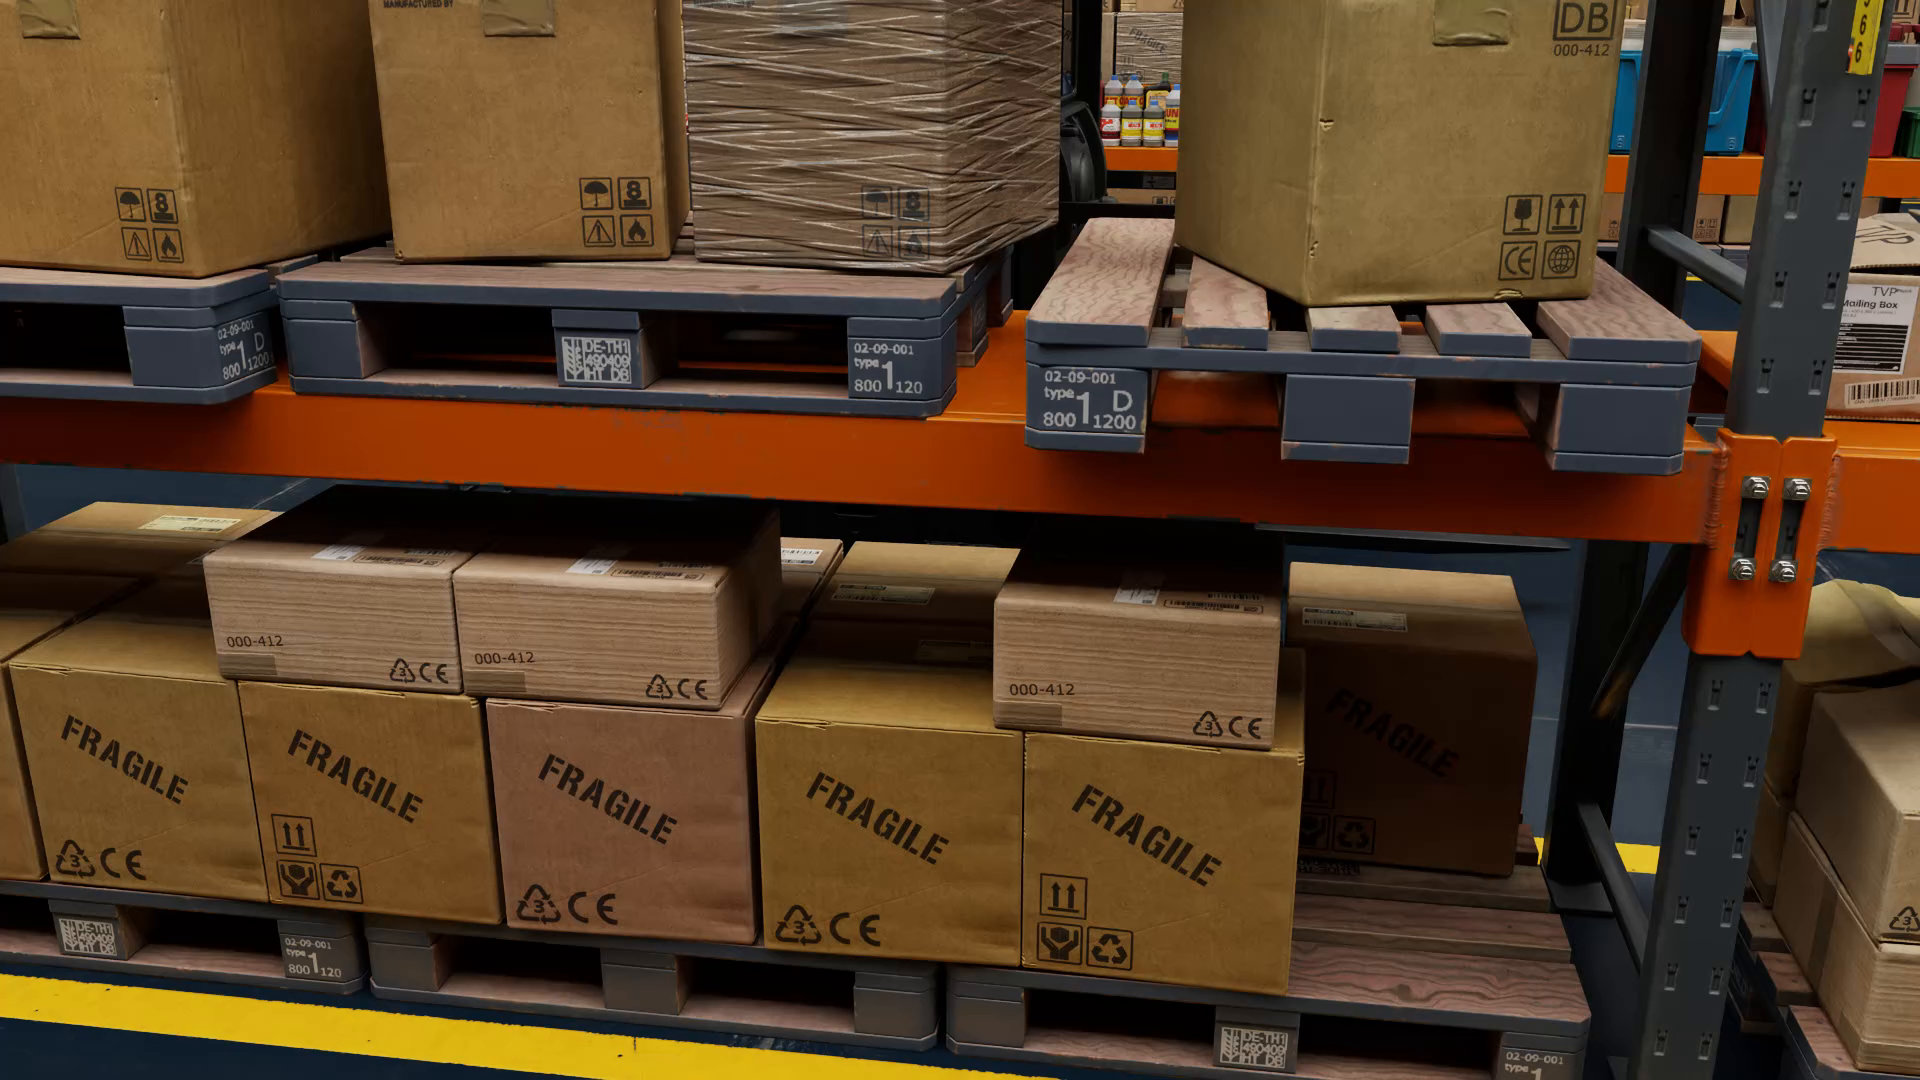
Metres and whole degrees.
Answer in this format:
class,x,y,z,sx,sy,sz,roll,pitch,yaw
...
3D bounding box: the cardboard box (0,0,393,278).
class,x,y,z,sx,sy,sz,roll,pitch,yaw
cardboard box,-1.458,-0.824,3.220,0.500,0.500,0.700,6,19,17

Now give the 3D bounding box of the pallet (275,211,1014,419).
class,x,y,z,sx,sy,sz,roll,pitch,yaw
pallet,-0.551,-0.491,3.345,1.213,0.211,1.003,3,19,9

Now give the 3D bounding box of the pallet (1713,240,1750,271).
class,x,y,z,sx,sy,sz,roll,pitch,yaw
pallet,6.125,-2.104,12.257,1.213,0.211,1.003,3,19,9

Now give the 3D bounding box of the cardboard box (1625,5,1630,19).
class,x,y,z,sx,sy,sz,roll,pitch,yaw
cardboard box,6.225,-4.977,16.292,0.500,0.500,0.500,3,19,9

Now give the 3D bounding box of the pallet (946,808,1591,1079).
class,x,y,z,sx,sy,sz,roll,pitch,yaw
pallet,0.639,0.788,3.616,1.213,0.211,1.003,3,19,9

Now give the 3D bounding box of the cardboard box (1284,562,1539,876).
class,x,y,z,sx,sy,sz,roll,pitch,yaw
cardboard box,0.966,0.379,3.689,0.500,0.500,0.500,4,19,11

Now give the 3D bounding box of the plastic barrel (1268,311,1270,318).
class,x,y,z,sx,sy,sz,roll,pitch,yaw
plastic barrel,1.674,-1.226,7.999,0.708,0.830,0.600,3,19,9

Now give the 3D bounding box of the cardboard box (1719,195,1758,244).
class,x,y,z,sx,sy,sz,roll,pitch,yaw
cardboard box,5.823,-2.478,12.228,0.500,0.500,0.700,3,19,8

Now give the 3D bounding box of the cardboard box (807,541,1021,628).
class,x,y,z,sx,sy,sz,roll,pitch,yaw
cardboard box,-0.046,0.328,3.843,0.500,0.500,0.500,3,19,8

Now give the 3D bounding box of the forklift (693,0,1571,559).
class,x,y,z,sx,sy,sz,roll,pitch,yaw
forklift,0.612,-1.350,5.719,3.031,2.935,1.130,4,19,11

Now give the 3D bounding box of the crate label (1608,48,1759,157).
class,x,y,z,sx,sy,sz,roll,pitch,yaw
crate label,3.097,-1.919,7.255,0.616,0.435,0.502,3,19,9

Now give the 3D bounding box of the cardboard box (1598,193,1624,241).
class,x,y,z,sx,sy,sz,roll,pitch,yaw
cardboard box,4.720,-2.534,12.395,0.500,0.500,0.700,5,19,13

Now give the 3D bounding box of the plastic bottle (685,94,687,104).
class,x,y,z,sx,sy,sz,roll,pitch,yaw
plastic bottle,-1.351,-2.185,8.420,0.097,0.201,0.097,0,18,0

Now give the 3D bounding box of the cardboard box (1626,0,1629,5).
class,x,y,z,sx,sy,sz,roll,pitch,yaw
cardboard box,6.283,-5.532,16.375,0.500,0.500,0.700,3,19,9

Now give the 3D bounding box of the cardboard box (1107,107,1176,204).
class,x,y,z,sx,sy,sz,roll,pitch,yaw
cardboard box,1.388,-2.869,12.836,0.875,0.875,1.225,3,19,9

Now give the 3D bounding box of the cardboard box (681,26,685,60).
class,x,y,z,sx,sy,sz,roll,pitch,yaw
cardboard box,-1.993,-3.825,12.775,0.500,0.250,0.500,3,19,10

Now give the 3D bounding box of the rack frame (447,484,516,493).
class,x,y,z,sx,sy,sz,roll,pitch,yaw
rack frame,-1.915,-0.842,6.455,0.032,1.500,0.500,4,19,11

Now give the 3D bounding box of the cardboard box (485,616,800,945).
class,x,y,z,sx,sy,sz,roll,pitch,yaw
cardboard box,-0.621,0.467,3.425,0.500,0.500,0.500,2,19,7

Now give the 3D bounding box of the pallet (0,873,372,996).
class,x,y,z,sx,sy,sz,roll,pitch,yaw
pallet,-1.770,0.665,3.983,1.213,0.211,1.003,3,19,9

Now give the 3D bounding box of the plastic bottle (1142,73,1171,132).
class,x,y,z,sx,sy,sz,roll,pitch,yaw
plastic bottle,0.974,-2.161,8.217,0.133,0.283,0.061,3,19,9

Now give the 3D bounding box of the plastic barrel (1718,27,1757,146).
class,x,y,z,sx,sy,sz,roll,pitch,yaw
plastic barrel,3.625,-2.084,7.628,0.421,0.512,0.421,0,18,0

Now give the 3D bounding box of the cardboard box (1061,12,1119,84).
class,x,y,z,sx,sy,sz,roll,pitch,yaw
cardboard box,0.912,-3.661,12.360,0.500,0.500,0.500,3,19,10

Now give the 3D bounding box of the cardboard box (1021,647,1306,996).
class,x,y,z,sx,sy,sz,roll,pitch,yaw
cardboard box,0.409,0.518,3.274,0.500,0.500,0.500,4,19,11

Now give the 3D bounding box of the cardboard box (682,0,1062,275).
class,x,y,z,sx,sy,sz,roll,pitch,yaw
cardboard box,-0.142,-0.834,3.249,0.500,0.500,0.700,7,20,19

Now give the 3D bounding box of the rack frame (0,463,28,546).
class,x,y,z,sx,sy,sz,roll,pitch,yaw
rack frame,-2.579,-0.687,3.628,0.127,3.000,1.000,3,19,9

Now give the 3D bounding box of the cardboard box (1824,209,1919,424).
class,x,y,z,sx,sy,sz,roll,pitch,yaw
cardboard box,1.722,-0.411,2.945,0.500,0.311,0.500,4,19,12

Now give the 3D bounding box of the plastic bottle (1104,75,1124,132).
class,x,y,z,sx,sy,sz,roll,pitch,yaw
plastic bottle,0.761,-2.160,8.234,0.097,0.271,0.097,0,18,0

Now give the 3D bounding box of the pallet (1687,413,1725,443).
class,x,y,z,sx,sy,sz,roll,pitch,yaw
pallet,2.918,-0.663,7.953,1.213,0.211,1.003,3,19,9

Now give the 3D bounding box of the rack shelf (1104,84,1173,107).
class,x,y,z,sx,sy,sz,roll,pitch,yaw
rack shelf,0.970,-3.348,12.716,4.000,0.370,1.077,3,19,9

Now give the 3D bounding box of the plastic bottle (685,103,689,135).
class,x,y,z,sx,sy,sz,roll,pitch,yaw
plastic bottle,-1.247,-1.985,7.822,0.097,0.201,0.097,0,18,0

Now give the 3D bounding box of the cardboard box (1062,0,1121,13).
class,x,y,z,sx,sy,sz,roll,pitch,yaw
cardboard box,0.919,-4.219,12.446,0.637,0.503,0.797,4,19,10

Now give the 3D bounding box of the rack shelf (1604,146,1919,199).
class,x,y,z,sx,sy,sz,roll,pitch,yaw
rack shelf,4.134,-1.595,7.477,4.000,0.370,1.077,3,19,9

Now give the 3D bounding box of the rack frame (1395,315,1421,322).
class,x,y,z,sx,sy,sz,roll,pitch,yaw
rack frame,2.159,-2.037,7.663,0.127,3.000,1.000,3,19,9

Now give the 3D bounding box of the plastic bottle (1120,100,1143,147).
class,x,y,z,sx,sy,sz,roll,pitch,yaw
plastic bottle,0.777,-1.882,7.513,0.097,0.201,0.097,0,18,0

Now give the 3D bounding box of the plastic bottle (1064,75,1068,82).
class,x,y,z,sx,sy,sz,roll,pitch,yaw
plastic bottle,0.533,-2.171,8.268,0.097,0.271,0.097,0,18,0

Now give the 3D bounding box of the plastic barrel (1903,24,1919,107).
class,x,y,z,sx,sy,sz,roll,pitch,yaw
plastic barrel,4.474,-2.054,7.500,0.433,0.535,0.433,0,18,0

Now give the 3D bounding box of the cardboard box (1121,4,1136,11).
class,x,y,z,sx,sy,sz,roll,pitch,yaw
cardboard box,1.743,-5.318,16.734,0.250,0.149,0.380,3,19,8

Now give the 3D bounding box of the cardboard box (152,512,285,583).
class,x,y,z,sx,sy,sz,roll,pitch,yaw
cardboard box,-1.560,0.253,4.066,0.500,0.500,0.500,3,19,9

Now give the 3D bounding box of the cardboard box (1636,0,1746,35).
class,x,y,z,sx,sy,sz,roll,pitch,yaw
cardboard box,5.168,-3.694,11.790,0.637,0.503,0.797,5,19,14

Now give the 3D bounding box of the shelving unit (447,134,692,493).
class,x,y,z,sx,sy,sz,roll,pitch,yaw
shelving unit,-1.417,-0.809,6.358,1.048,1.500,0.538,4,19,11

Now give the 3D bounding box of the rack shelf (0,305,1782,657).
class,x,y,z,sx,sy,sz,roll,pitch,yaw
rack shelf,-0.605,-0.245,3.441,4.000,0.370,1.077,3,19,9

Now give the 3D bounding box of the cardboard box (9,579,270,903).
class,x,y,z,sx,sy,sz,roll,pitch,yaw
cardboard box,-1.612,0.414,3.584,0.500,0.500,0.500,3,19,9

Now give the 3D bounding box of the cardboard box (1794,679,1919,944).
class,x,y,z,sx,sy,sz,roll,pitch,yaw
cardboard box,1.840,0.472,2.953,0.500,0.311,0.500,4,19,11

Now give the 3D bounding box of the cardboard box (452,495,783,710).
class,x,y,z,sx,sy,sz,roll,pitch,yaw
cardboard box,-0.658,0.111,3.309,0.500,0.250,0.500,3,19,8

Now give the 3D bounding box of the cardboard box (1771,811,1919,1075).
class,x,y,z,sx,sy,sz,roll,pitch,yaw
cardboard box,1.840,0.738,3.042,0.500,0.250,0.500,3,19,8

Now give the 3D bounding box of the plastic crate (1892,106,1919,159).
class,x,y,z,sx,sy,sz,roll,pitch,yaw
plastic crate,4.344,-1.734,7.093,0.662,0.188,0.450,3,19,9
